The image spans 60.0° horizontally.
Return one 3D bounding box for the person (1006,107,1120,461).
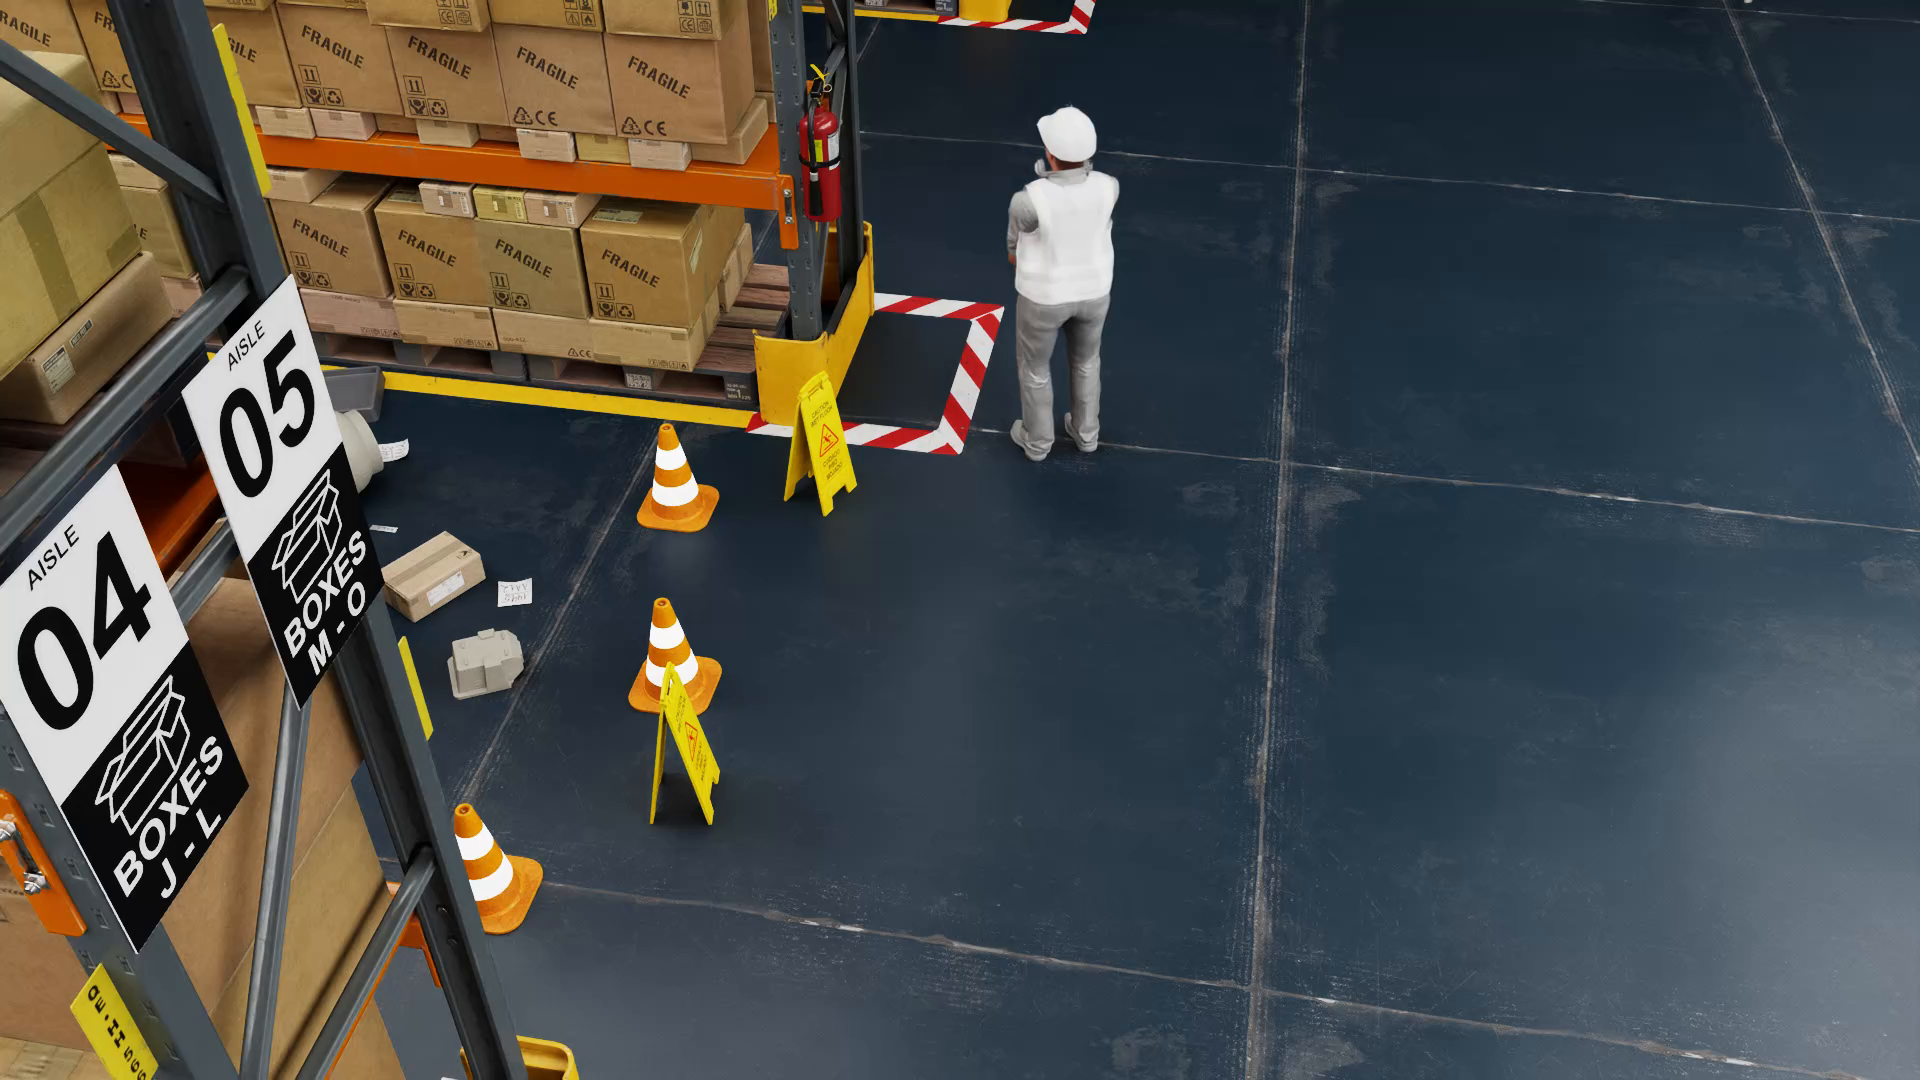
[{"bbox_3d":[0.421,-1.190,7.547,0.495,1.768,0.554,-11,41,-13],"label":"person"}]
